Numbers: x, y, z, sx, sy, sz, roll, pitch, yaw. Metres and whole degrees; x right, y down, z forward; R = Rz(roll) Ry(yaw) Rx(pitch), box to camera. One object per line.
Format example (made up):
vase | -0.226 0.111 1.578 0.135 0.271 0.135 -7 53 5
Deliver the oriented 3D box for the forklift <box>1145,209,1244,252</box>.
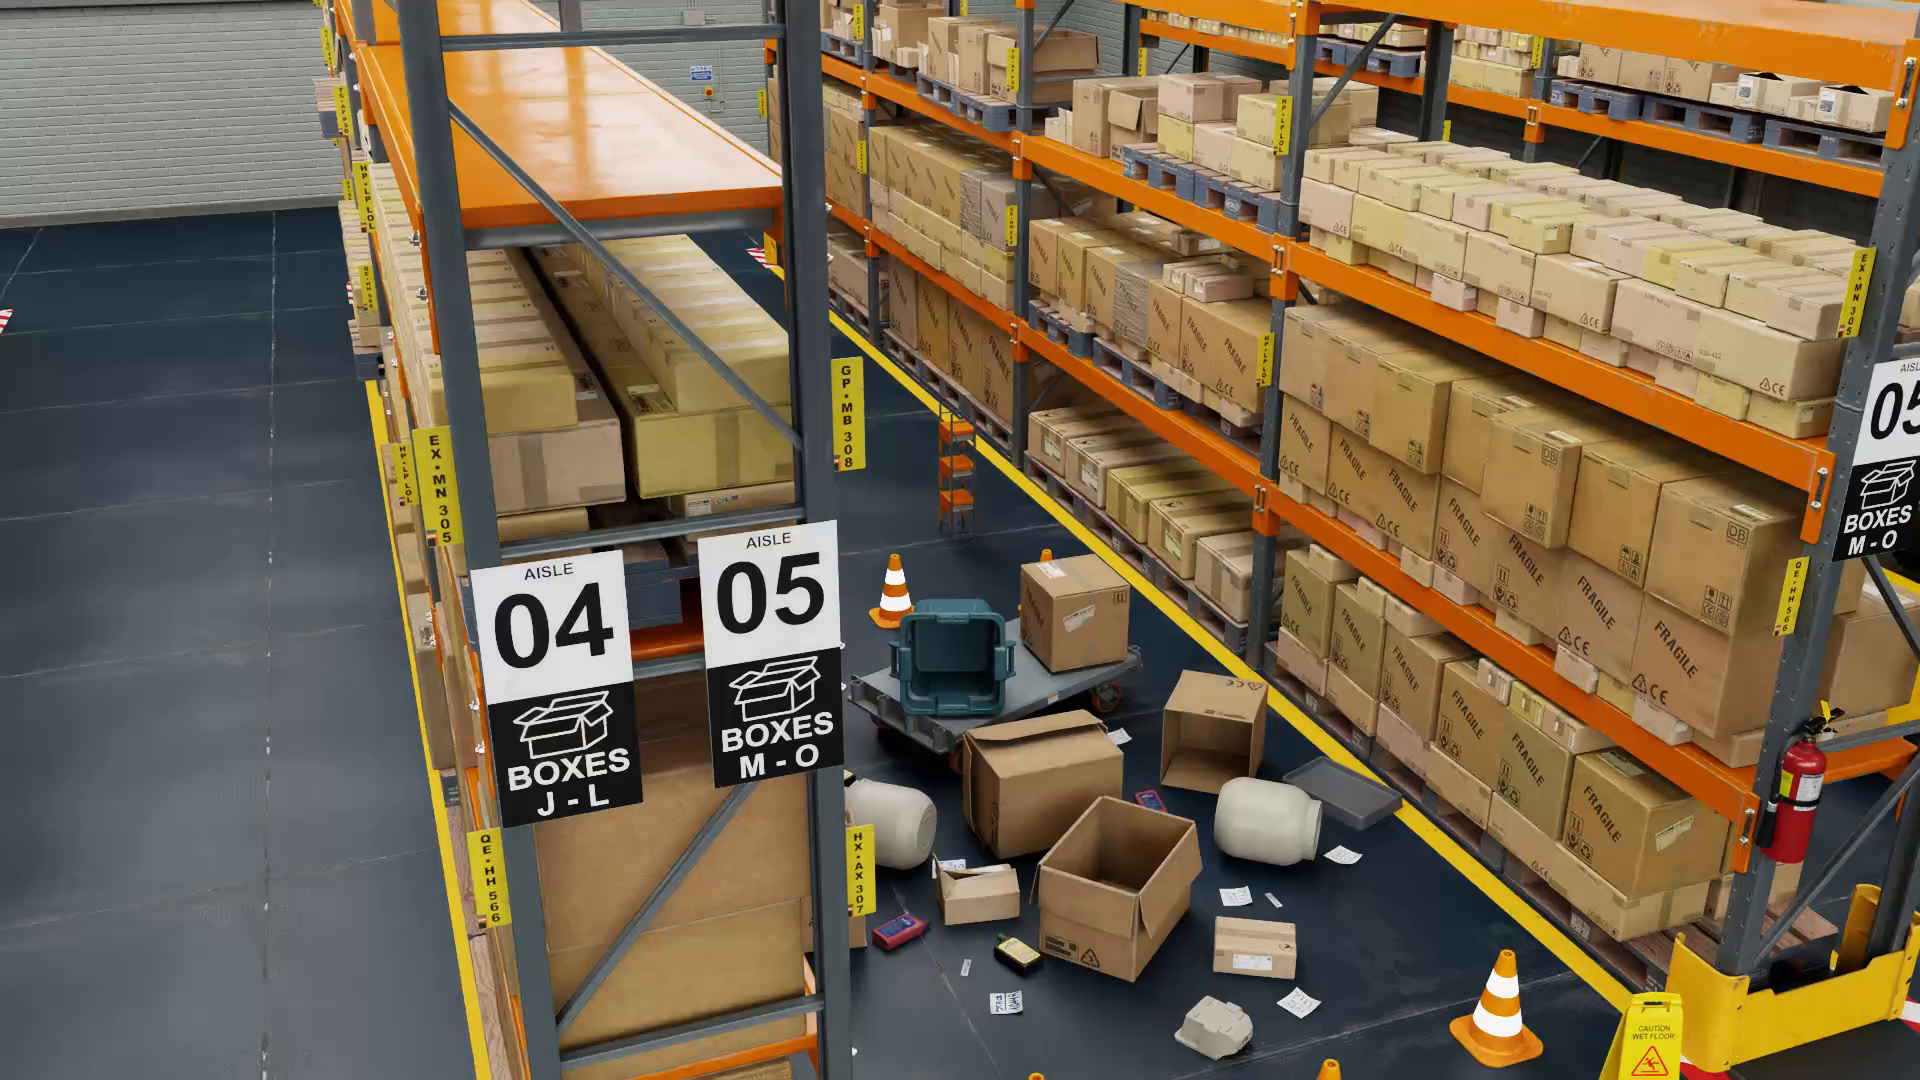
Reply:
forklift | 2.354 -2.542 15.008 1.130 2.935 3.031 -9 24 -20

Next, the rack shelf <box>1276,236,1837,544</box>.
rack shelf | 3.052 -0.946 8.197 1.077 0.370 4.000 -8 24 -19

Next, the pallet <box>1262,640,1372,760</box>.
pallet | 2.616 0.902 10.338 1.003 0.211 1.213 -8 24 -19

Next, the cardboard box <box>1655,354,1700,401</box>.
cardboard box | 3.190 -0.713 7.042 0.380 0.149 0.250 -8 24 -17

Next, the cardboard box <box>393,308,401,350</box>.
cardboard box | -2.078 -0.864 6.729 0.380 0.149 0.250 -9 24 -20

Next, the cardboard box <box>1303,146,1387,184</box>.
cardboard box | 2.152 -2.097 9.297 0.380 0.149 0.250 -9 24 -20

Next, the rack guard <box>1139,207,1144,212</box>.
rack guard | 2.776 -4.485 22.748 1.175 0.500 0.348 -8 24 -19

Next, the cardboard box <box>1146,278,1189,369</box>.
cardboard box | 1.615 -1.503 11.402 0.500 0.500 0.500 -7 24 -17

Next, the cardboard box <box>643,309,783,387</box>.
cardboard box | -0.744 -0.582 5.035 0.380 0.149 0.250 -8 24 -19

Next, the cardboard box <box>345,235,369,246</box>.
cardboard box | -4.810 -2.391 13.578 0.380 0.149 0.250 -8 24 -17

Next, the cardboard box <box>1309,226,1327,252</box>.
cardboard box | 2.225 -1.740 9.478 0.380 0.149 0.250 -9 24 -20

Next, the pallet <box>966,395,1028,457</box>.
pallet | 0.725 -1.087 15.058 1.003 0.211 1.213 -8 24 -19

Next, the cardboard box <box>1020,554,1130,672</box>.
cardboard box | 0.691 0.436 10.097 0.500 0.500 0.500 -8 24 -19

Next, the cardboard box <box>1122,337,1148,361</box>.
cardboard box | 1.399 -1.416 12.029 0.380 0.149 0.250 -8 24 -17

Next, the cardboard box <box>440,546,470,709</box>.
cardboard box | -1.592 0.256 6.696 0.875 0.550 0.500 -8 24 -19

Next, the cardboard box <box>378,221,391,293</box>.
cardboard box | -2.159 -1.197 7.006 0.500 0.250 0.500 -9 24 -19

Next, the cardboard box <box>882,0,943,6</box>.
cardboard box | -0.492 -5.439 17.133 0.500 0.500 0.500 -8 24 -18

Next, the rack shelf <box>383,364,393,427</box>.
rack shelf | -4.369 -1.755 13.977 1.077 0.370 4.000 -8 24 -19

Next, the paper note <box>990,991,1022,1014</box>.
paper note | 0.213 2.129 7.662 0.144 0.017 0.142 0 23 -1

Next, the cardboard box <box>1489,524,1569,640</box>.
cardboard box | 2.963 0.124 8.082 0.500 0.500 0.500 -8 24 -19

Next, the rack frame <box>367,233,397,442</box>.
rack frame | -3.663 -1.359 12.113 1.000 3.000 0.127 -8 24 -19

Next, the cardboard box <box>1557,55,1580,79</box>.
cardboard box | 5.414 -4.104 14.393 0.380 0.166 0.250 -8 24 -19

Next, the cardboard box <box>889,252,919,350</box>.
cardboard box | -0.187 -2.529 17.083 0.875 0.875 0.875 -8 24 -17

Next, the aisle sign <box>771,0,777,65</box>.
aisle sign | -2.190 -6.166 20.171 0.394 0.787 0.004 -8 24 -19

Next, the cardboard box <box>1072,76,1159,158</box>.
cardboard box | 1.258 -3.158 12.390 0.700 0.500 0.500 -8 24 -19

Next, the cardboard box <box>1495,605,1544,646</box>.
cardboard box | 2.909 0.386 8.297 0.380 0.149 0.250 -9 24 -20

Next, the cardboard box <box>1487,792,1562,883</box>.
cardboard box | 3.046 1.459 8.426 0.500 0.250 0.500 -8 24 -19

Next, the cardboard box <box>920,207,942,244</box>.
cardboard box | -0.044 -2.935 15.402 0.500 0.250 0.500 -9 25 -21

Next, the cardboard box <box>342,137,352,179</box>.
cardboard box | -5.495 -3.590 15.607 0.500 0.500 0.500 -9 25 -21

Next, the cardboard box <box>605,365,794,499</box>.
cardboard box | -0.767 -0.353 5.004 0.500 0.250 0.500 -8 24 -19

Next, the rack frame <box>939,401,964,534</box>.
rack frame | -0.062 -0.548 12.697 0.200 1.050 0.008 -8 24 -19

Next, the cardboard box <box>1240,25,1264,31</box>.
cardboard box | 3.564 -5.990 19.047 0.500 0.250 0.500 -9 25 -21

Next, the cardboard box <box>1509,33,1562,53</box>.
cardboard box | 5.177 -4.476 14.942 0.380 0.149 0.250 -8 24 -17

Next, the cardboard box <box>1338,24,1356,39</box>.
cardboard box | 4.145 -5.273 17.191 0.380 0.149 0.250 -8 24 -18

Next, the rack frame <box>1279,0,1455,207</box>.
rack frame | 2.346 -3.386 9.198 1.000 3.000 0.127 -8 24 -19

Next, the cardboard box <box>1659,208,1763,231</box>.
cardboard box | 3.478 -1.433 7.722 0.380 0.149 0.250 -8 24 -18

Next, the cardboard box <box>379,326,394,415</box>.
cardboard box | -3.757 -1.205 11.619 0.500 0.500 0.500 -8 24 -18

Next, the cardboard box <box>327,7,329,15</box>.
cardboard box | -5.923 -5.083 16.121 0.380 0.149 0.250 -9 24 -19

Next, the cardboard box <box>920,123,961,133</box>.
cardboard box | -0.088 -3.908 16.743 0.500 0.500 0.500 -8 24 -17

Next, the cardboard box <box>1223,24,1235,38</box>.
cardboard box | 3.344 -6.038 19.674 0.380 0.149 0.250 -8 24 -18

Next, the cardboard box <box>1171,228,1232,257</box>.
cardboard box | 1.774 -2.195 12.209 0.380 0.149 0.250 -10 25 -22

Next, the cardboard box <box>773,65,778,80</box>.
cardboard box | -2.027 -5.621 19.973 0.380 0.149 0.250 -8 24 -18

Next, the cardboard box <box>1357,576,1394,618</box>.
cardboard box | 2.473 0.299 9.378 0.380 0.149 0.250 -7 24 -17

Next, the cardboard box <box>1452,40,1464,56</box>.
cardboard box | 4.912 -4.728 15.923 0.380 0.149 0.250 -8 24 -19

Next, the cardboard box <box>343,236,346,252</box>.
cardboard box | -5.089 -2.539 14.313 0.380 0.149 0.250 -9 25 -21

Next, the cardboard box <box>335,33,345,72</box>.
cardboard box | -4.653 -3.857 13.503 0.797 0.503 0.637 -9 24 -20

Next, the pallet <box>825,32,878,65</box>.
pallet | -0.760 -5.169 17.404 1.003 0.211 1.213 -8 24 -19

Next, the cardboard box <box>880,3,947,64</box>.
cardboard box | -0.440 -4.791 15.722 0.500 0.500 0.500 -9 24 -20

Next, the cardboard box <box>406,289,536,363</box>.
cardboard box | -1.543 -0.680 5.266 0.380 0.149 0.250 -8 24 -18

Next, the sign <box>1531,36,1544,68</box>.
sign | 5.067 -4.305 14.573 0.100 0.325 0.005 -8 24 -19

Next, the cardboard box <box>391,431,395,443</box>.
cardboard box | -4.140 -0.604 13.000 0.500 0.500 0.500 -8 24 -19

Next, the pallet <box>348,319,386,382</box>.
pallet | -4.014 -1.515 12.730 1.213 0.211 1.003 -8 24 -19

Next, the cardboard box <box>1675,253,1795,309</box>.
cardboard box | 3.201 -1.074 6.871 0.380 0.149 0.250 -9 24 -20

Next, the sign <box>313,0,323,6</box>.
sign | -6.996 -5.977 18.081 0.100 0.325 0.005 -8 24 -19

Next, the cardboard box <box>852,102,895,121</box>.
cardboard box | -0.887 -4.403 17.082 0.380 0.149 0.250 -9 24 -20

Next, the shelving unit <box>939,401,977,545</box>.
shelving unit | -0.019 -0.503 12.592 0.215 1.050 0.252 -8 24 -19
